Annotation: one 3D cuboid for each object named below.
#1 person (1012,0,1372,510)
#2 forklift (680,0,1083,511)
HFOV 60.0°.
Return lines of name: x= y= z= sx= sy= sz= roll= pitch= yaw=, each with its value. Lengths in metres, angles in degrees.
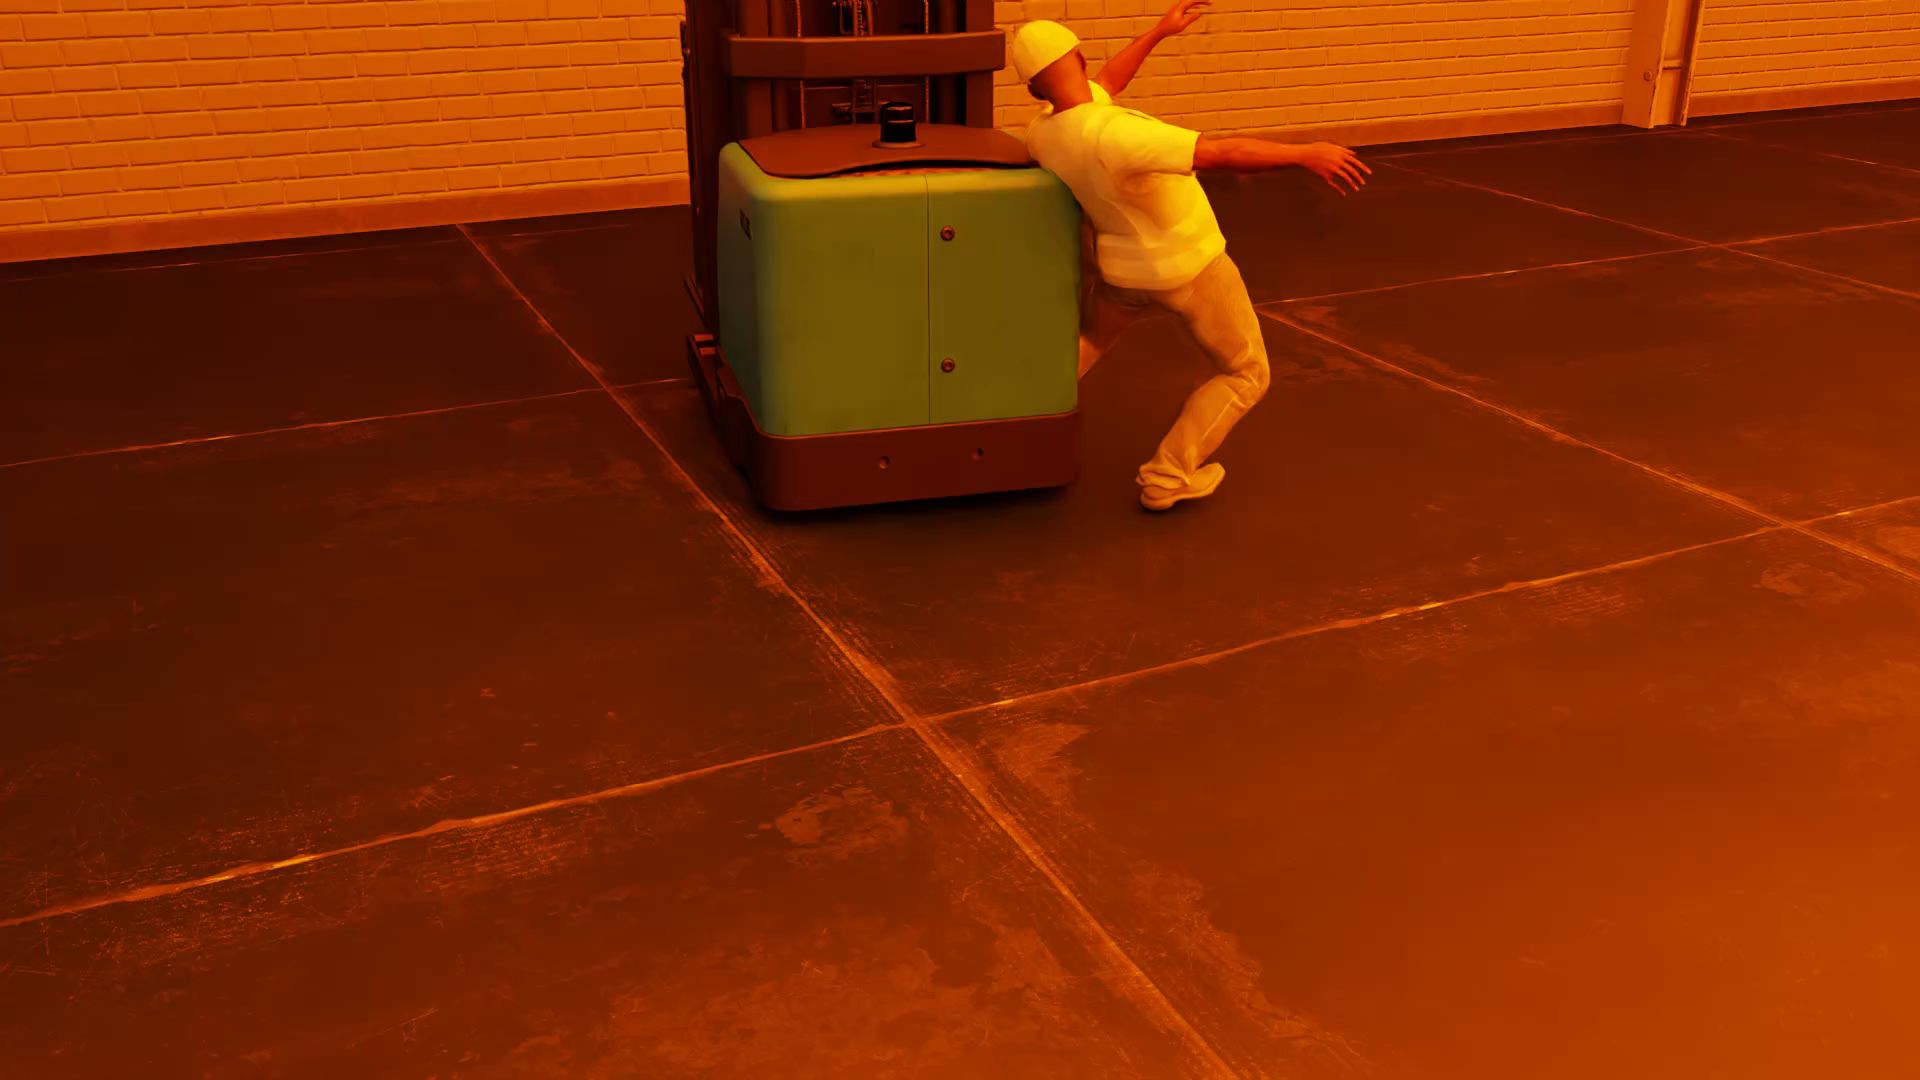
person: x=0.672 y=-0.829 z=5.061 sx=0.738 sy=1.523 sz=1.118 roll=-21 pitch=30 yaw=-40
forklift: x=-0.480 y=-1.979 z=6.049 sx=1.130 sy=2.935 sz=3.031 roll=-6 pitch=23 yaw=-14
